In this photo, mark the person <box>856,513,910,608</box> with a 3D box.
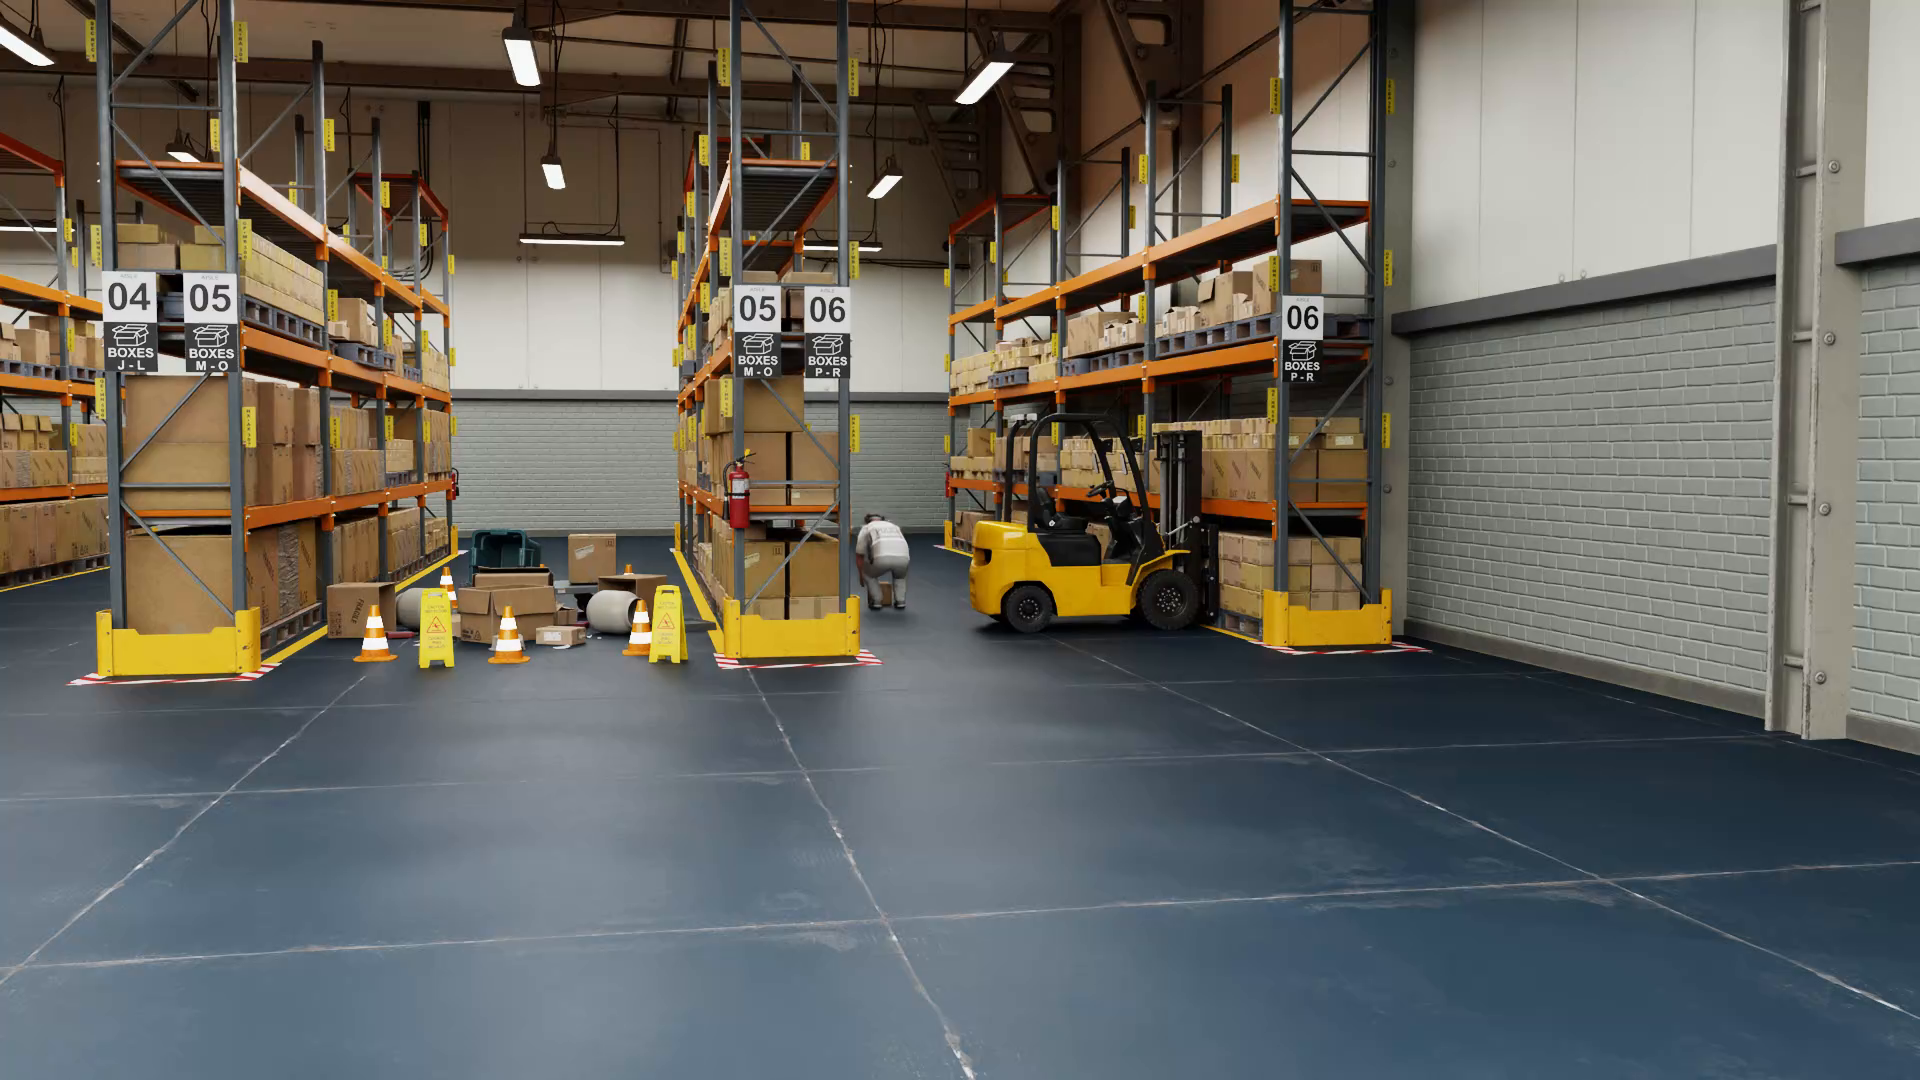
[{"bbox_3d":[-0.892,0.237,19.091,0.572,1.069,0.933,-1,3,-12],"label":"person"}]
